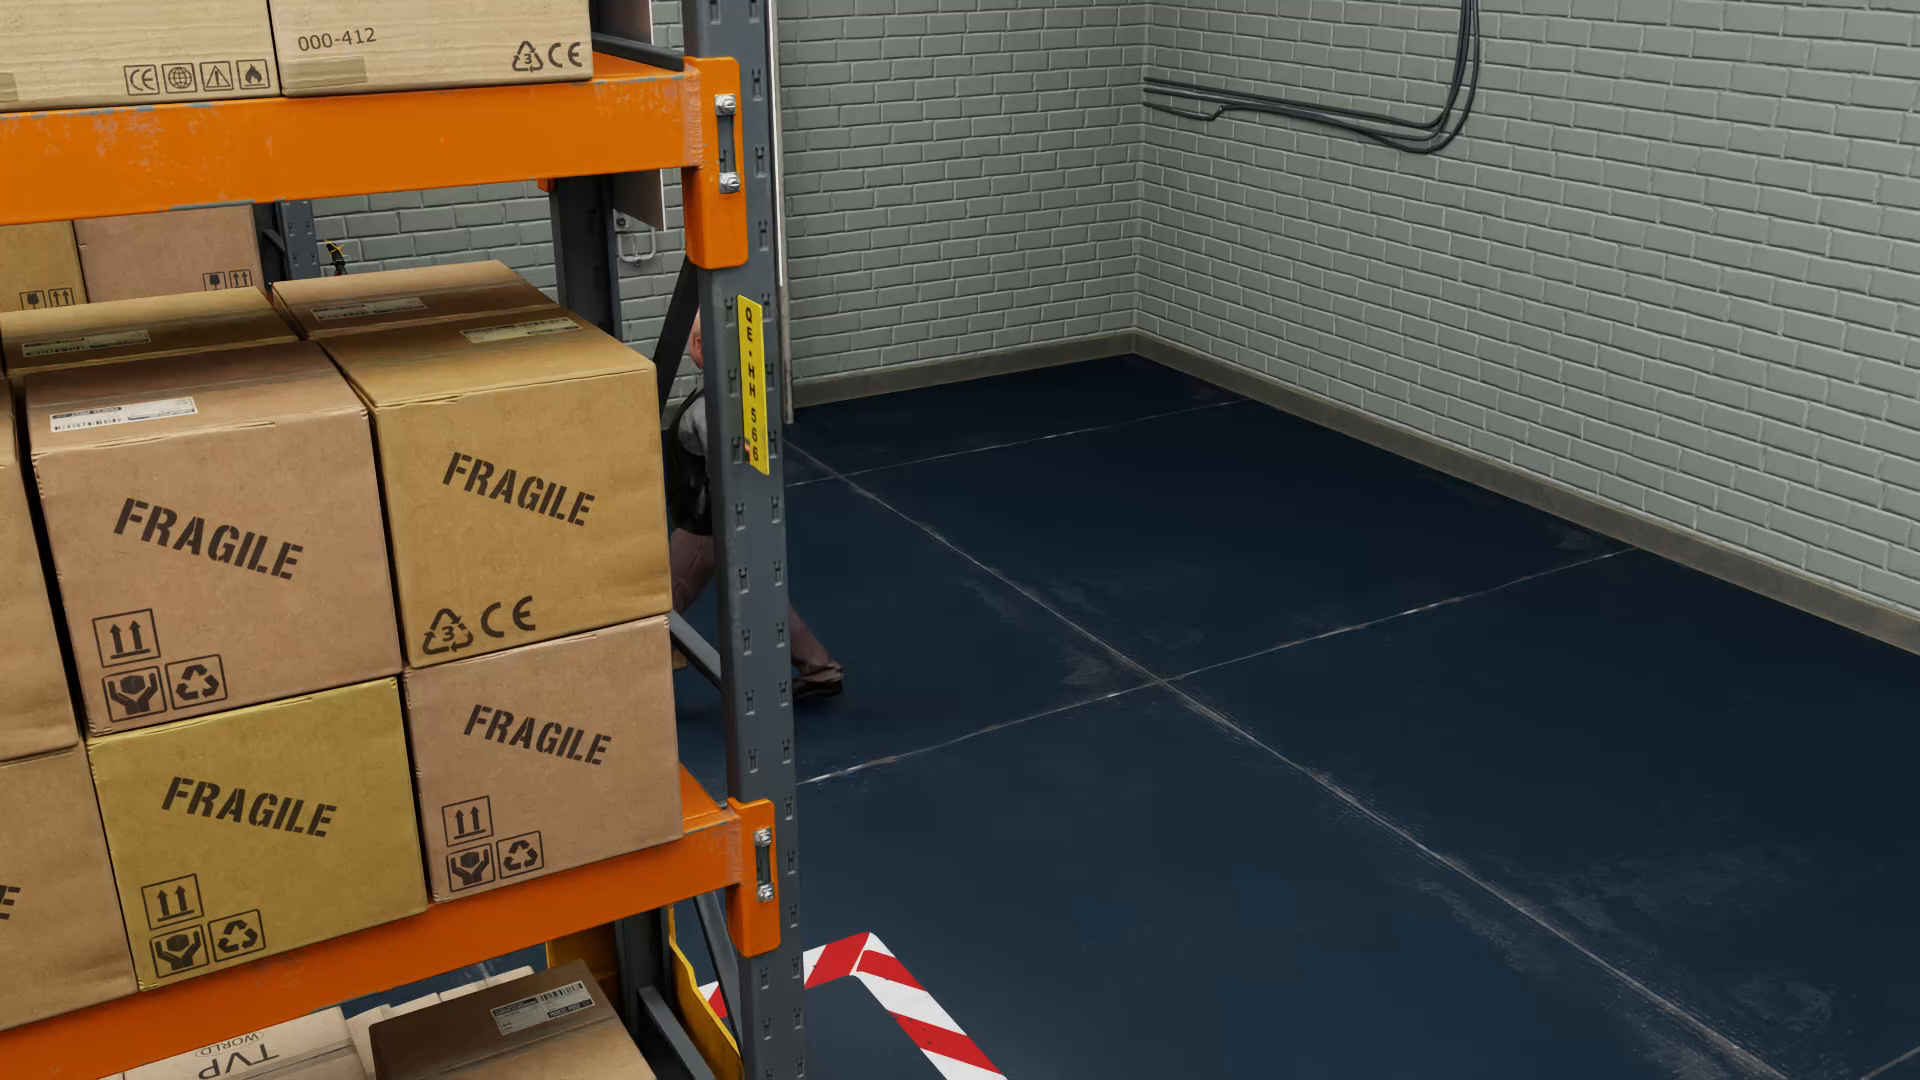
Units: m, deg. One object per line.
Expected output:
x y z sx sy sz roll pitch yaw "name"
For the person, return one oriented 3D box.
-1.005 -0.093 6.402 1.046 1.663 0.559 4 22 10 "person"
